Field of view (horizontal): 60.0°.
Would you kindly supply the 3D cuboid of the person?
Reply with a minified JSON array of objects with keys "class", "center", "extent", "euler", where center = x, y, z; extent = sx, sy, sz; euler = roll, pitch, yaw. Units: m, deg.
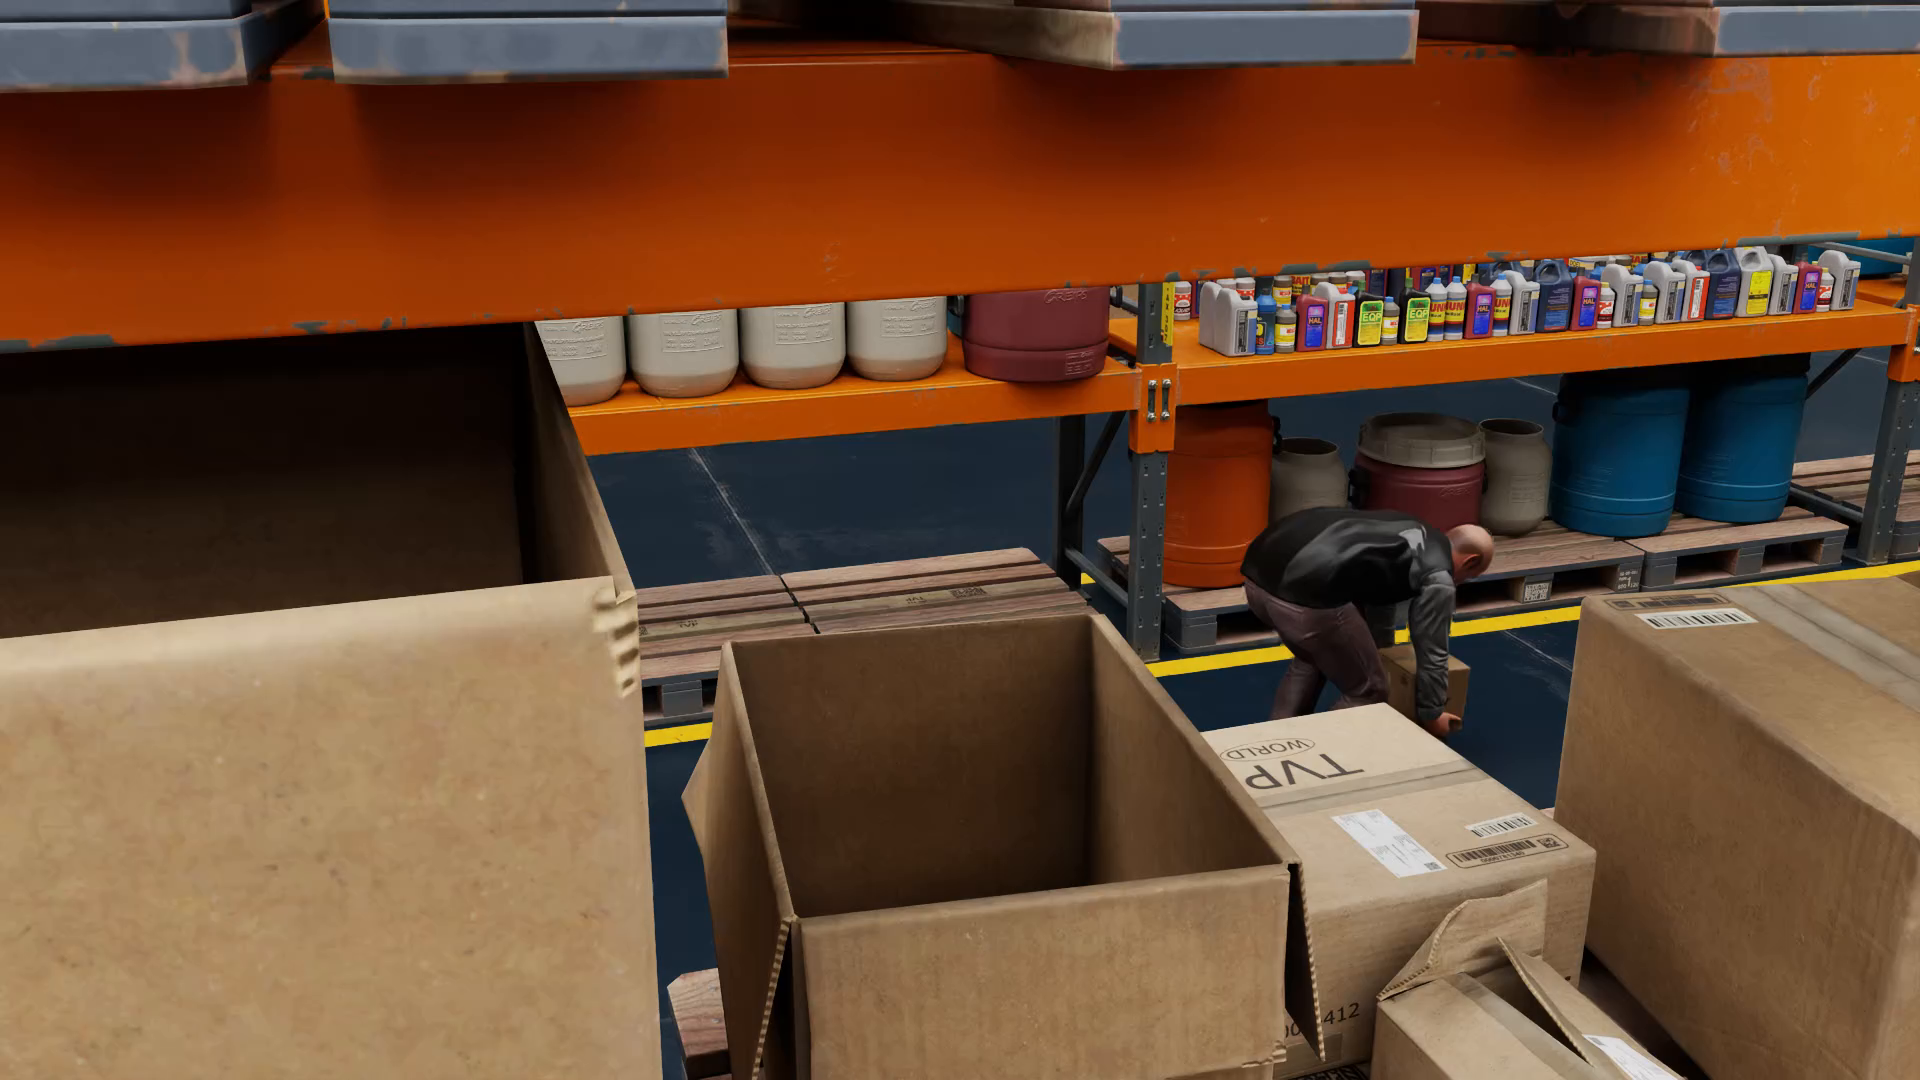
[{"class":"person","center":[1.460,0.387,5.953],"extent":[0.961,1.088,0.480],"euler":[-7,20,-19]}]
